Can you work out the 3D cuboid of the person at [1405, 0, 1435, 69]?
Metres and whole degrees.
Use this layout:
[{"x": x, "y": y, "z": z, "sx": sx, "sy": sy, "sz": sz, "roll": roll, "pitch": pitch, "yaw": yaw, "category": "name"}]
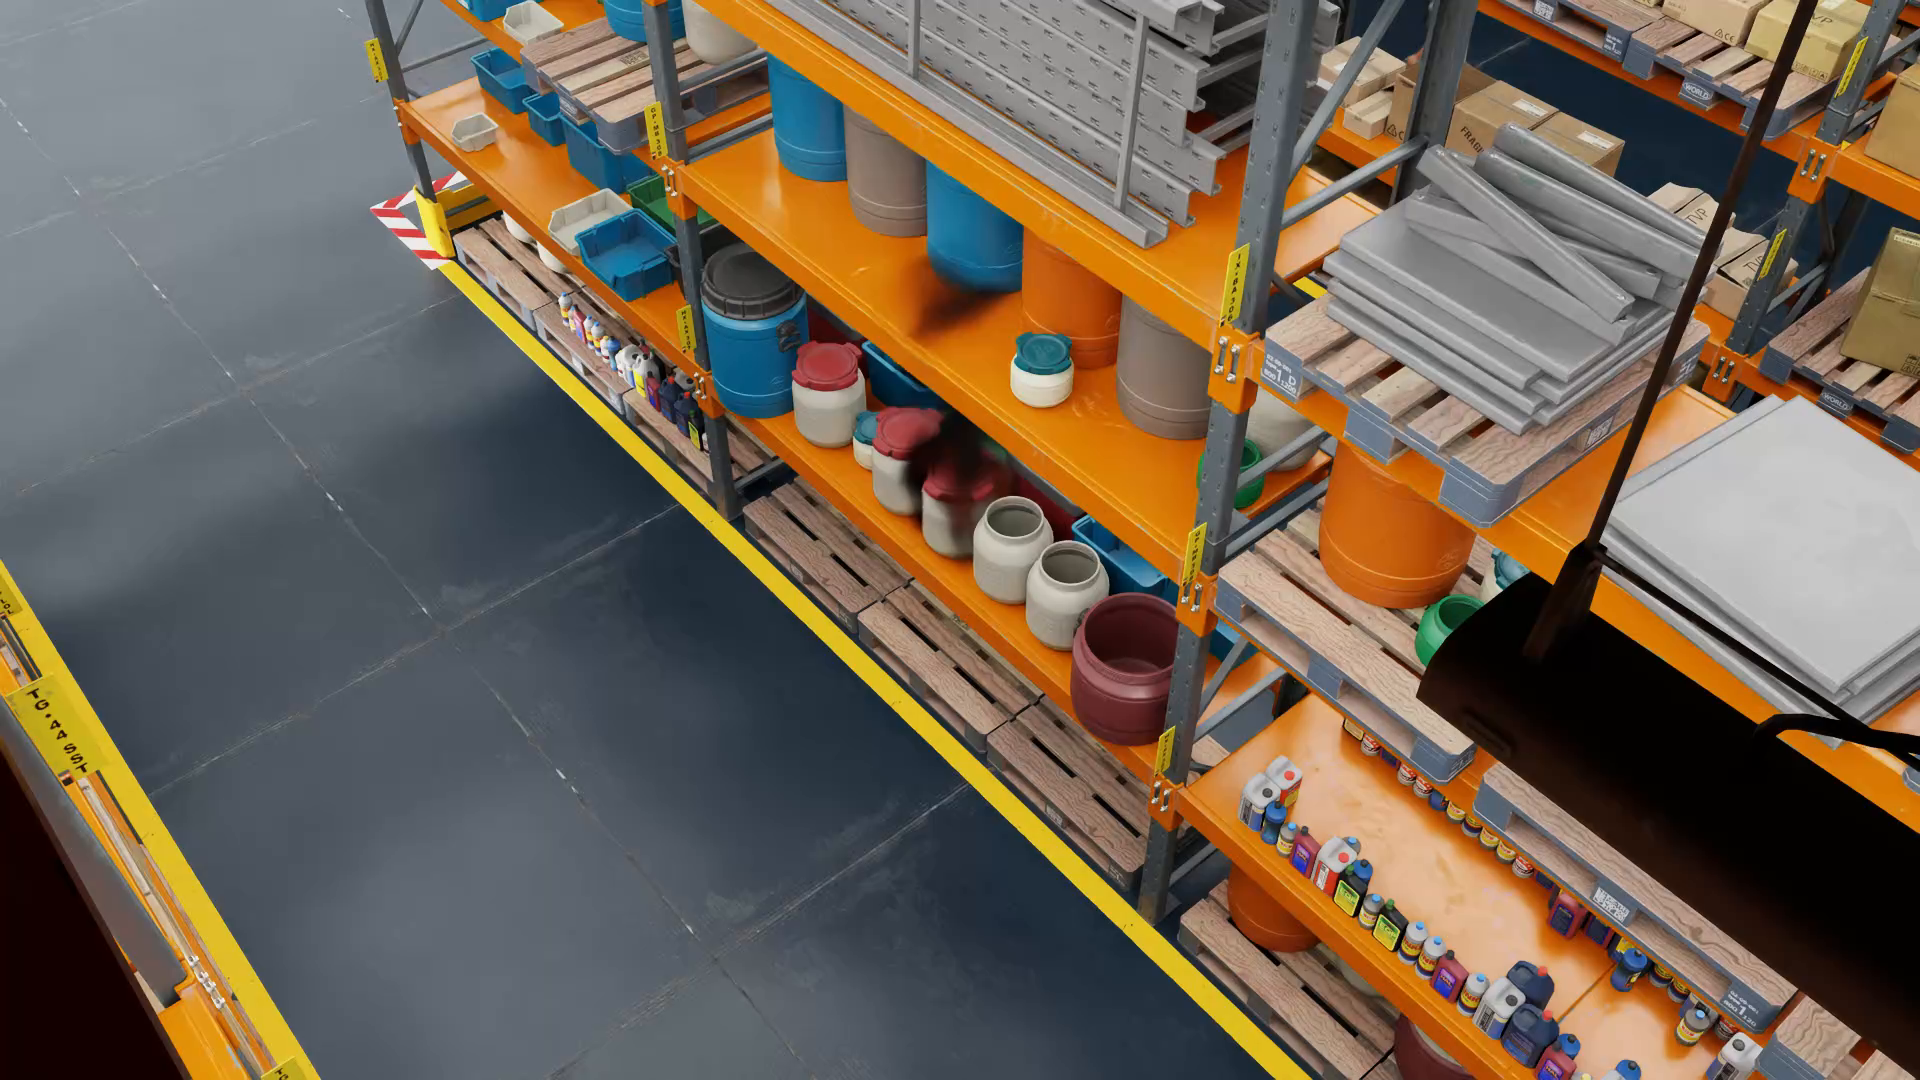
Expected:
[{"x": 3.966, "y": -3.980, "z": 13.640, "sx": 0.607, "sy": 1.644, "sz": 0.546, "roll": 11, "pitch": 48, "yaw": 11, "category": "person"}]
